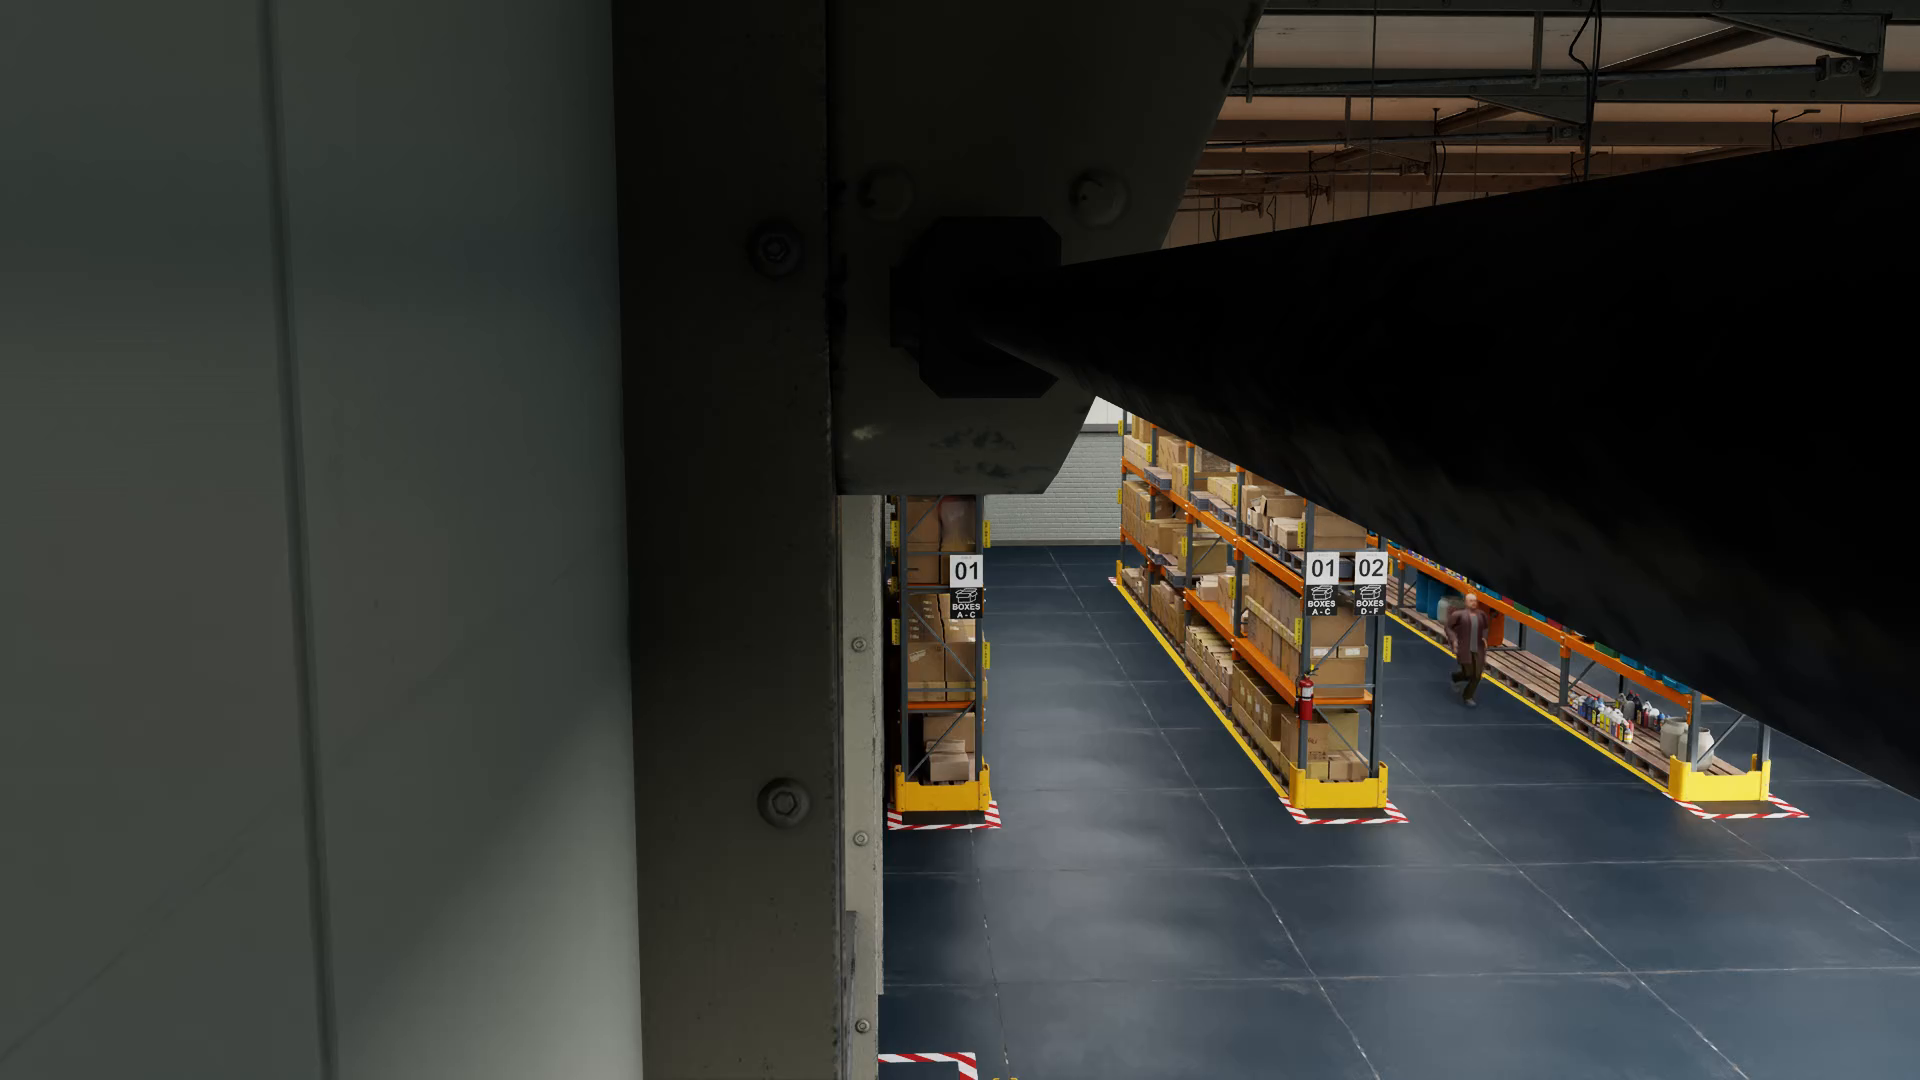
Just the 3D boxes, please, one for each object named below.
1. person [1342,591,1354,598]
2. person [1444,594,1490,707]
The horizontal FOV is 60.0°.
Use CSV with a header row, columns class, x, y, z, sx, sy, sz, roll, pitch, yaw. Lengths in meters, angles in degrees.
class,x,y,z,sx,sy,sz,roll,pitch,yaw
person,6.894,1.053,29.923,0.662,1.767,0.633,-2,9,-14
person,7.892,1.691,25.800,0.709,1.737,0.640,-1,8,-7
